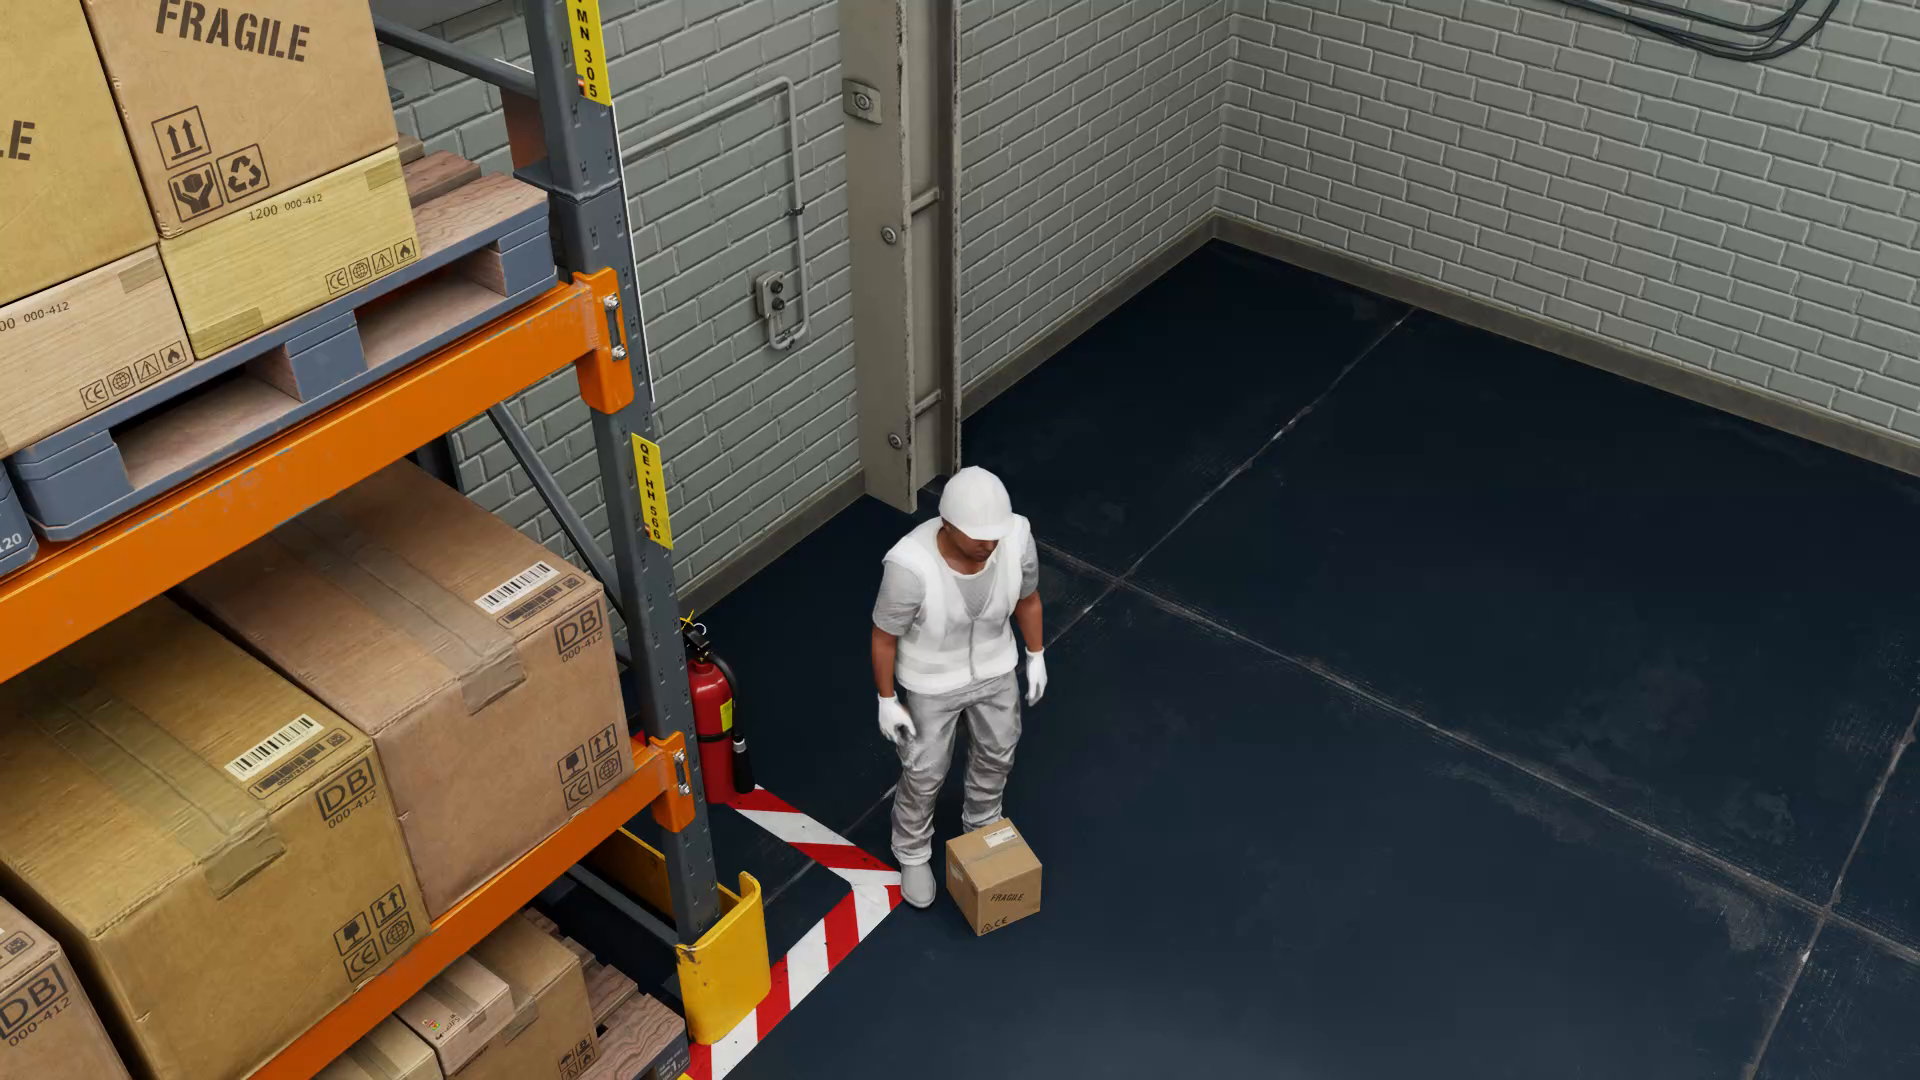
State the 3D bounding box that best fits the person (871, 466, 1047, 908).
[{"bbox_3d":[0.002,0.467,5.557,0.619,1.775,0.446,-16,41,-19],"label":"person"}]
